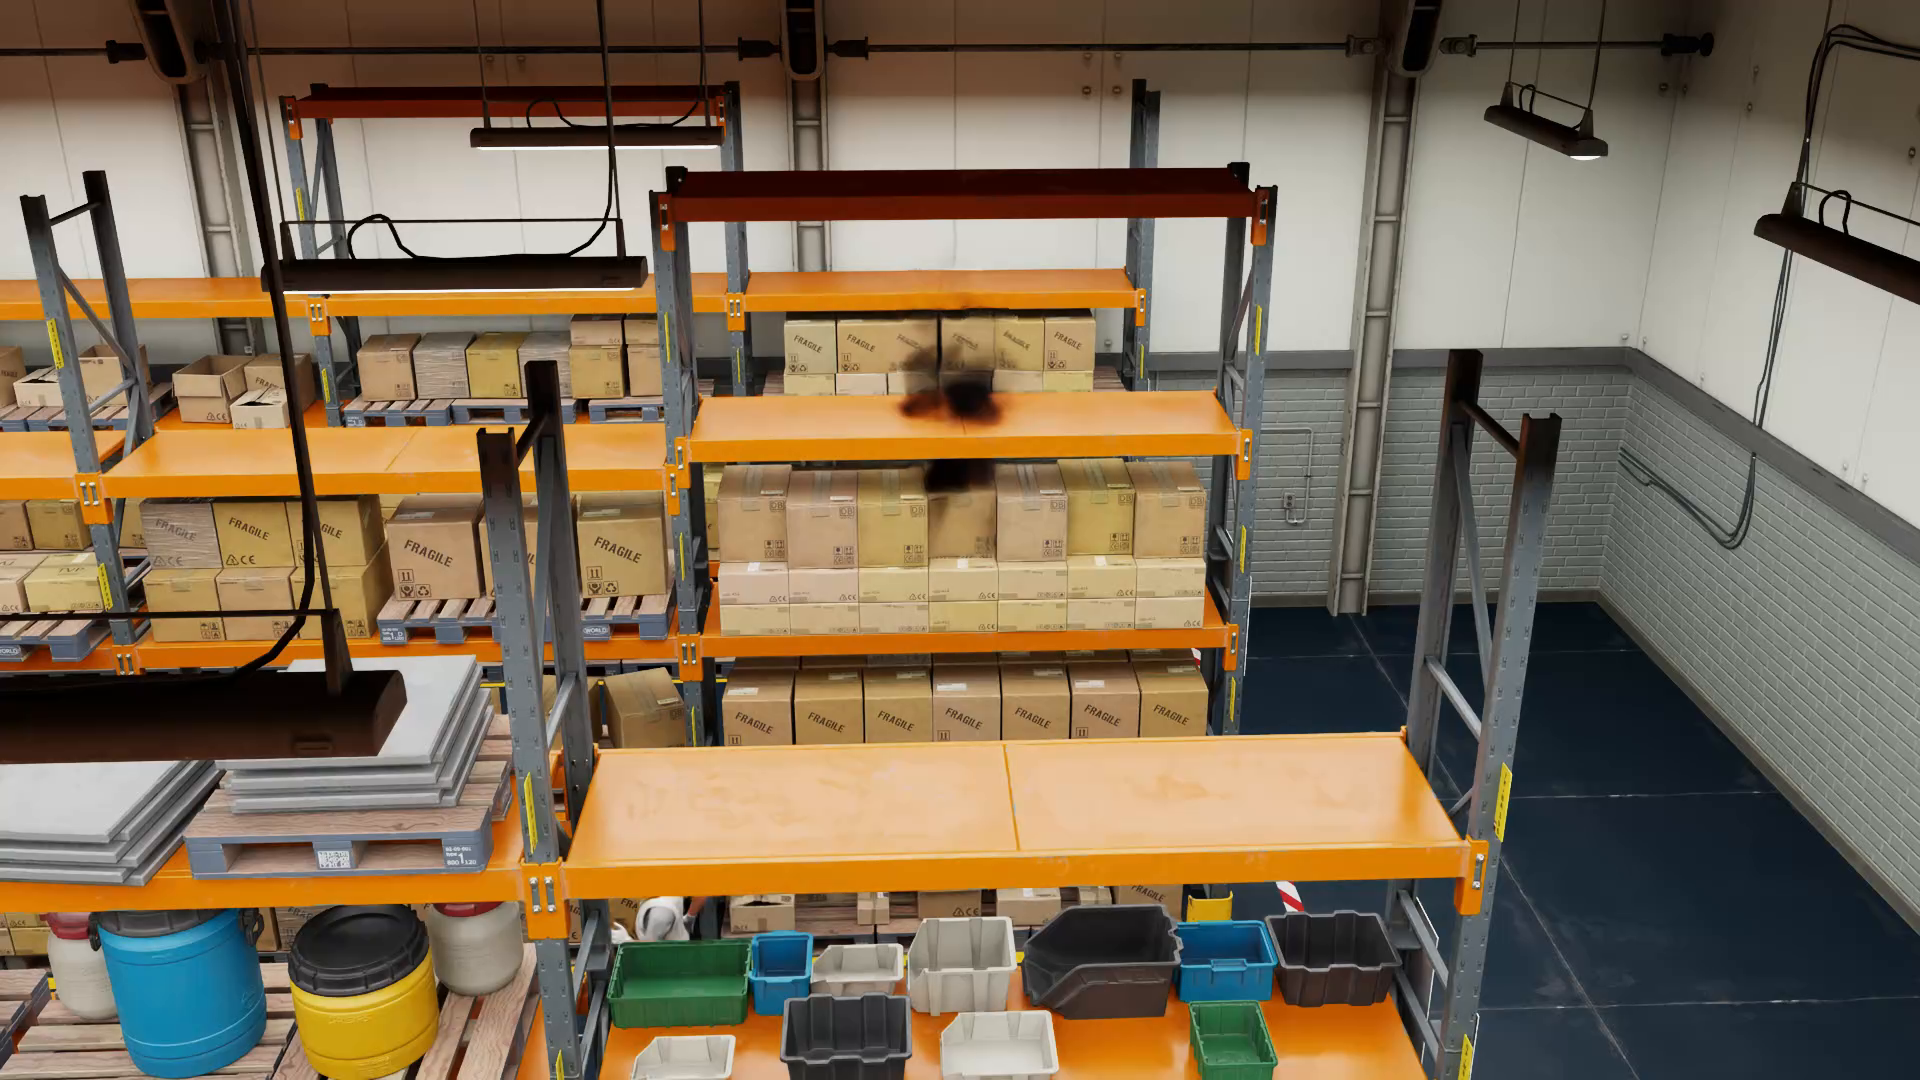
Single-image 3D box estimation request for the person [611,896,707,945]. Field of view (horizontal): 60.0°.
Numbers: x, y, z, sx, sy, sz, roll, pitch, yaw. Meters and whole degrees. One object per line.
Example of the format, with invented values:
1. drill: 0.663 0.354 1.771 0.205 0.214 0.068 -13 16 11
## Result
1. person: -1.916 2.828 11.074 0.937 1.815 0.656 -3 22 -7
